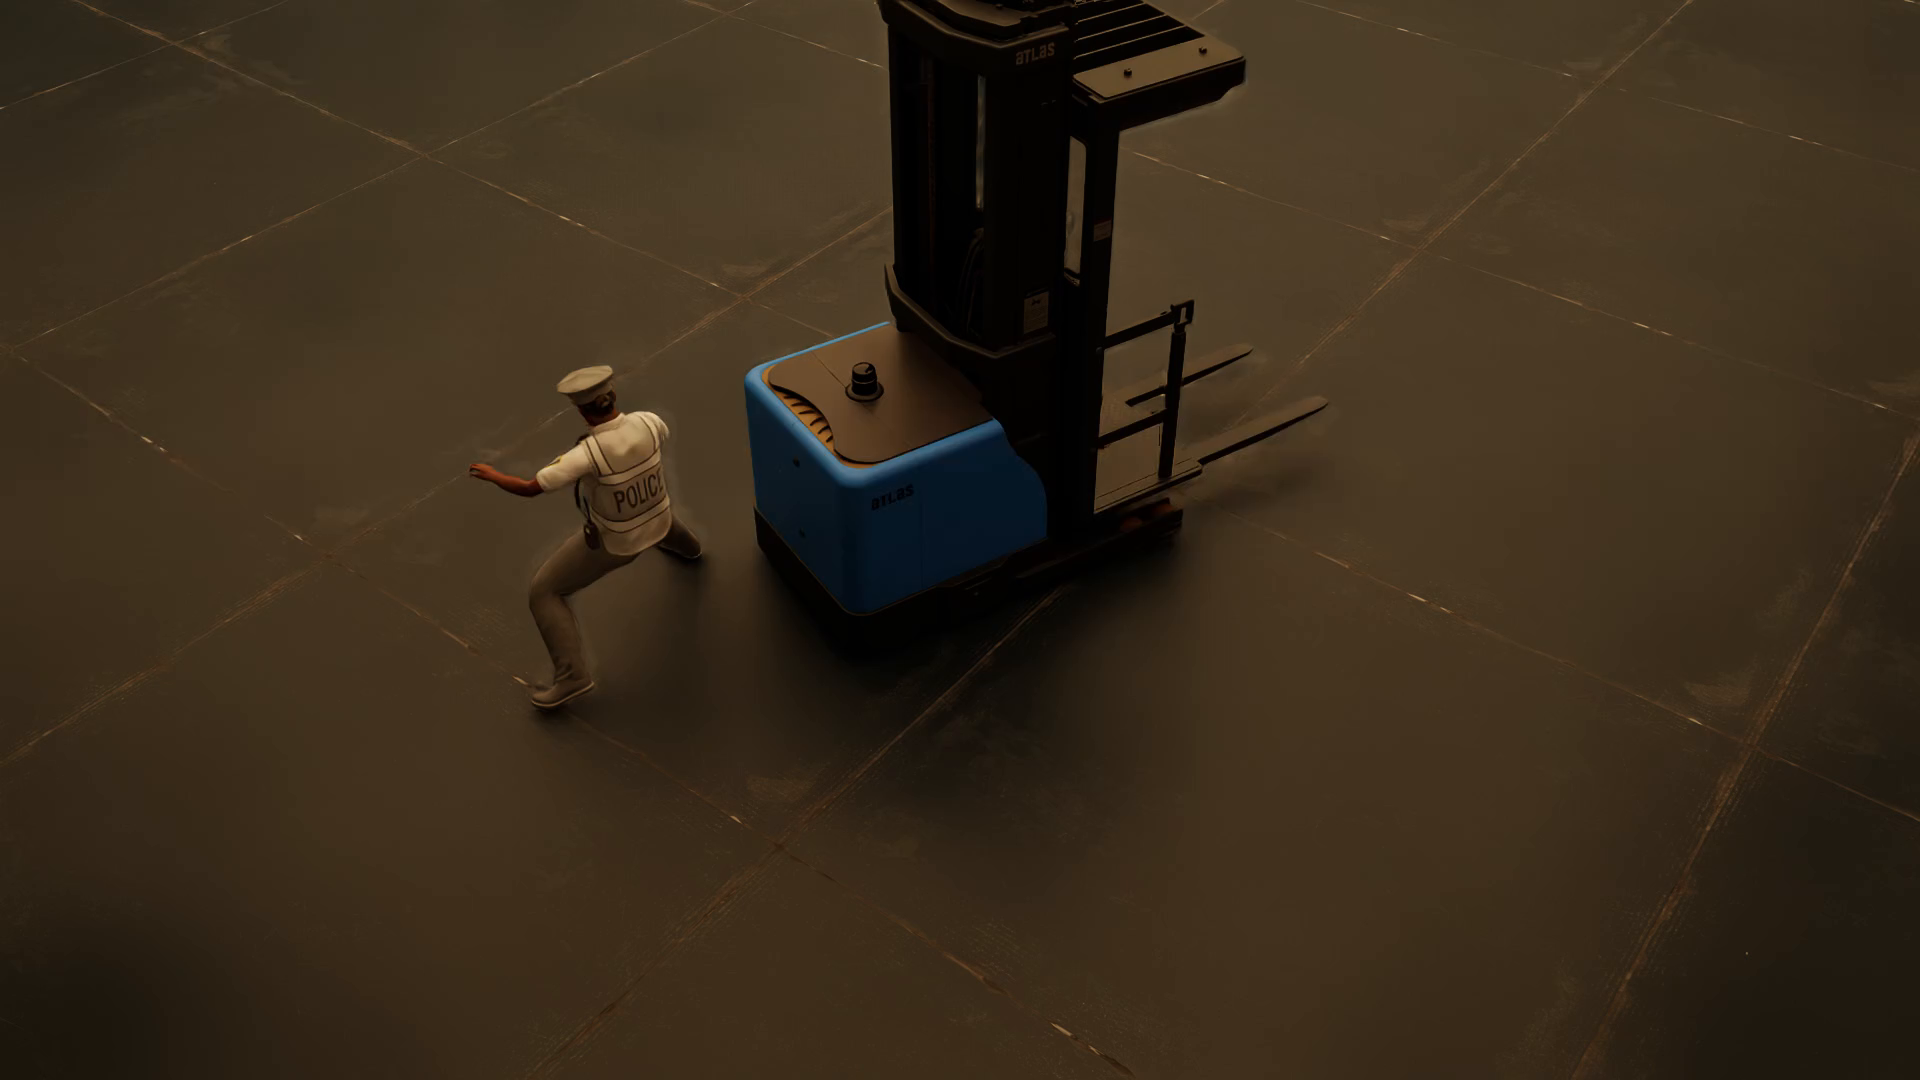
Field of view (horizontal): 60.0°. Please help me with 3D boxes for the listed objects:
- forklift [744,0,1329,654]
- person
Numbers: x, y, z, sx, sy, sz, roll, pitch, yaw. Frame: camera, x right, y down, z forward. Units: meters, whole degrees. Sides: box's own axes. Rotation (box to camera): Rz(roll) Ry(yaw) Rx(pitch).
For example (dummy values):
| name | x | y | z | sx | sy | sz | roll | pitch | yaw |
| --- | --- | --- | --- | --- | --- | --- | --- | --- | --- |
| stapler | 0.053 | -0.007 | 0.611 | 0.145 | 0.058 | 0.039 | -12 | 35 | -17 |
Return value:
| name | x | y | z | sx | sy | sz | roll | pitch | yaw |
| --- | --- | --- | --- | --- | --- | --- | --- | --- | --- |
| forklift | 0.512 | -1.330 | 7.634 | 3.031 | 2.935 | 1.130 | -23 | 45 | -24 |
| person | -1.618 | -0.155 | 7.384 | 0.725 | 1.441 | 1.225 | 31 | 49 | 31 |
